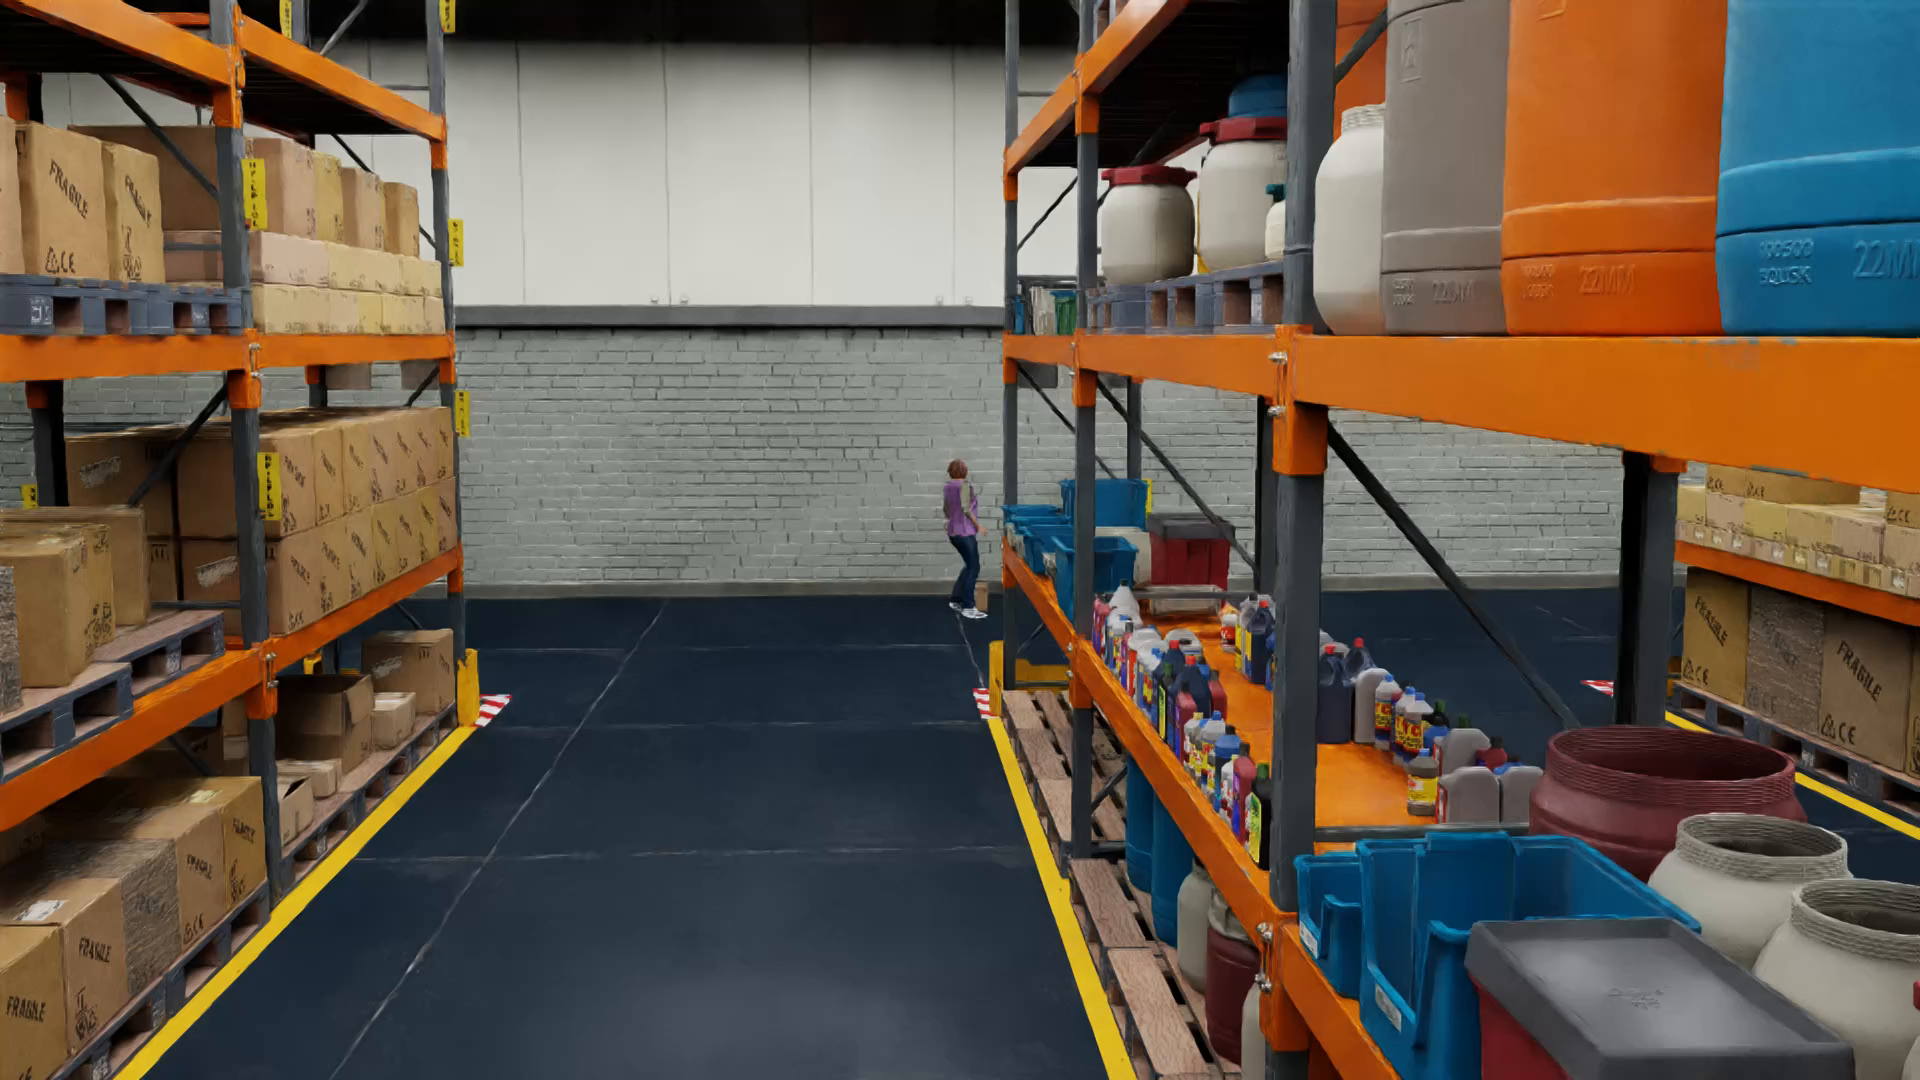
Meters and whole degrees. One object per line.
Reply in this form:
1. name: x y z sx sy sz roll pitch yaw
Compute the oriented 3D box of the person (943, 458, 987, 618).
1. person: 0.061 -0.023 16.679 0.360 1.589 0.600 -3 8 -21
